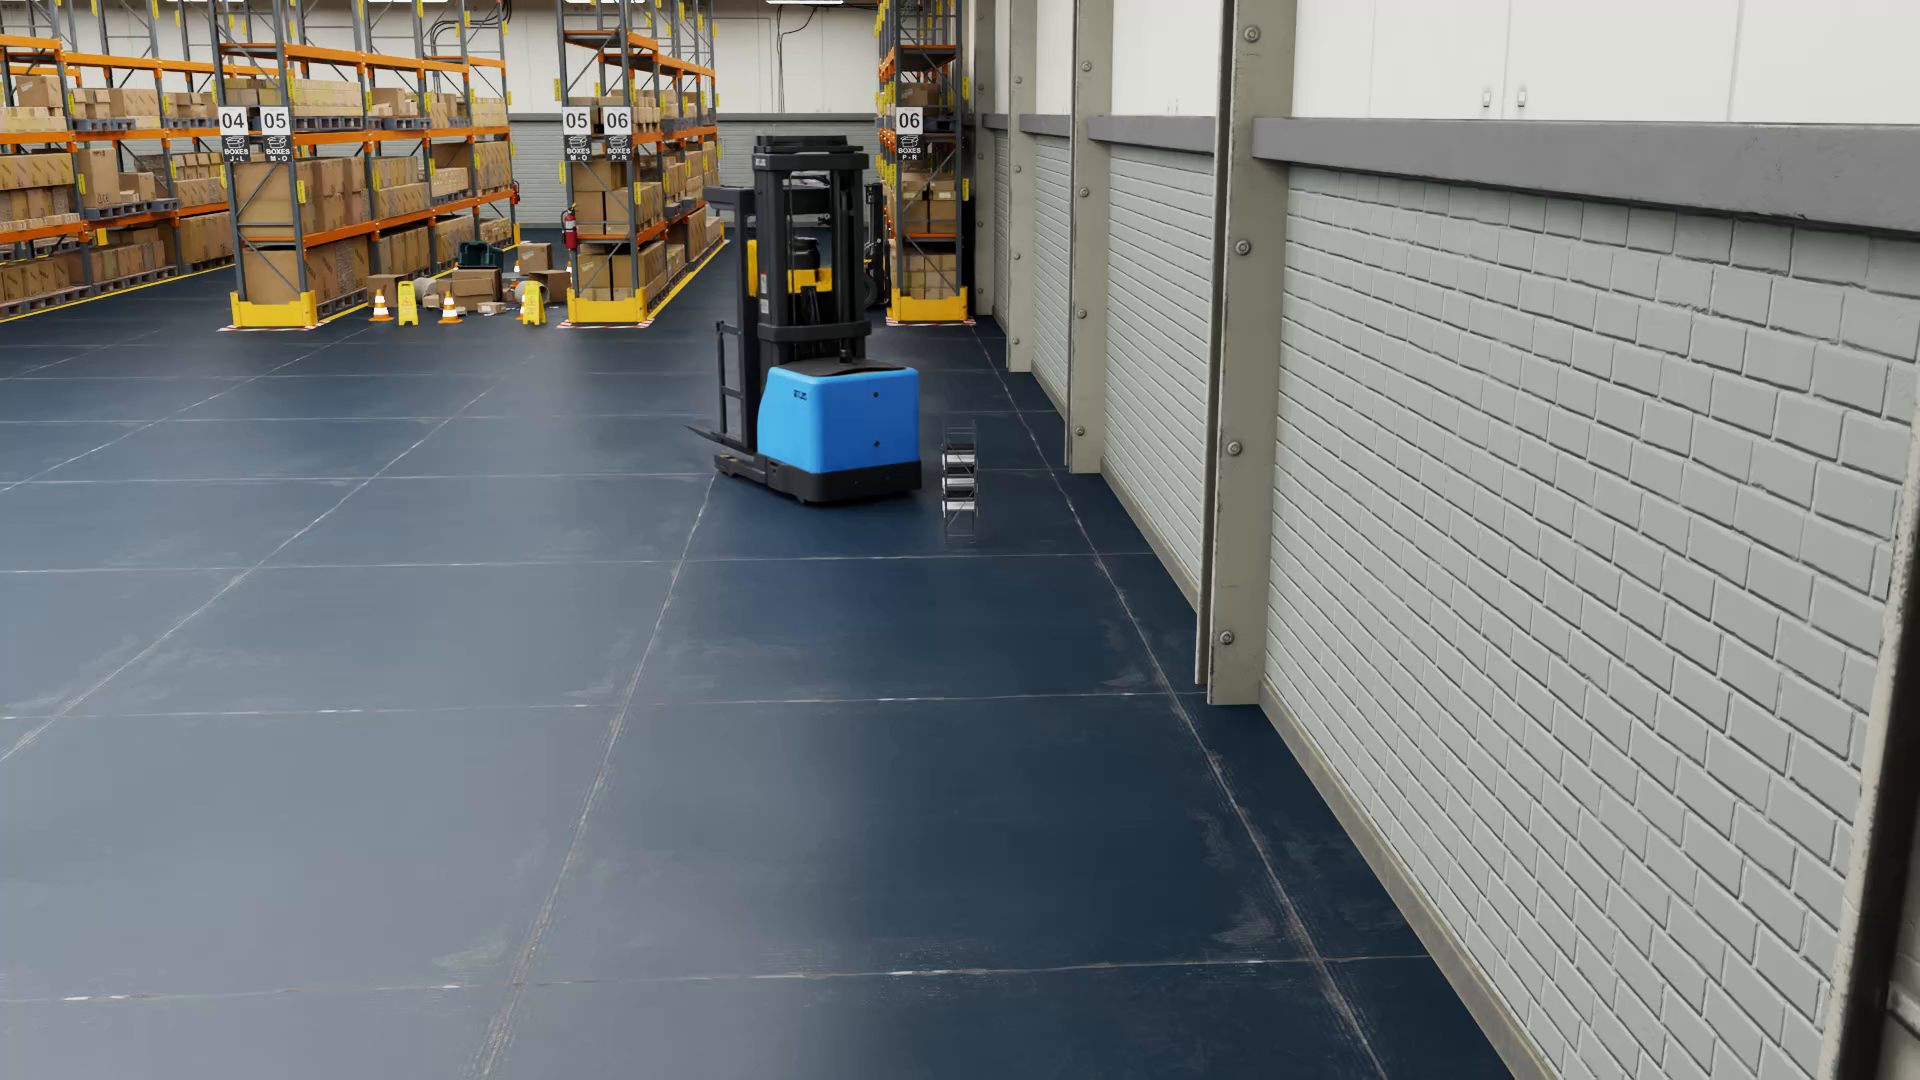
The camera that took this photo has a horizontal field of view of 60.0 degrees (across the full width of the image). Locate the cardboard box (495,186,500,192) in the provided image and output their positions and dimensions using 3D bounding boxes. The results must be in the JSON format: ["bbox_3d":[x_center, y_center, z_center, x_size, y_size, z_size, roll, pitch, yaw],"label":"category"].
[{"bbox_3d":[-11.018,-8.245,39.057,0.380,0.149,0.250,-2,15,-6],"label":"cardboard box"}]

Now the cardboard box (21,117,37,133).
[{"bbox_3d":[-15.220,-6.676,26.733,0.500,0.250,0.500,-1,14,-4],"label":"cardboard box"}]

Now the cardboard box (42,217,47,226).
[{"bbox_3d":[-15.289,-5.241,27.380,0.380,0.149,0.250,-1,14,-3],"label":"cardboard box"}]

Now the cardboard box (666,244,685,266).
[{"bbox_3d":[-5.900,-5.599,32.700,0.950,0.372,0.625,-2,15,-7],"label":"cardboard box"}]

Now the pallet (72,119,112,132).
[{"bbox_3d":[-15.500,-7.178,28.764,1.213,0.211,1.003,-1,14,-3],"label":"pallet"}]

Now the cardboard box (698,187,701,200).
[{"bbox_3d":[-5.863,-7.497,35.946,0.500,0.250,0.500,-1,14,-4],"label":"cardboard box"}]

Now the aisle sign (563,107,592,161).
[{"bbox_3d":[-5.715,-6.059,24.838,0.394,0.787,0.004,-1,14,-3],"label":"aisle sign"}]

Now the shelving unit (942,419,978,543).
[{"bbox_3d":[-0.001,-0.438,12.422,0.258,0.900,0.210,-1,14,-3],"label":"shelving unit"}]

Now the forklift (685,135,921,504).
[{"bbox_3d":[-1.538,-2.031,14.539,1.130,2.935,3.031,-9,17,-31],"label":"forklift"}]

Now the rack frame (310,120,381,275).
[{"bbox_3d":[-10.611,-5.713,28.711,1.000,3.000,0.127,-1,14,-3],"label":"rack frame"}]

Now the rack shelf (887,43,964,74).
[{"bbox_3d":[-0.599,-7.758,26.866,1.077,0.370,4.000,-1,14,-3],"label":"rack shelf"}]

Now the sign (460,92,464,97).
[{"bbox_3d":[-11.896,-10.565,39.795,0.100,0.325,0.005,-1,14,-3],"label":"sign"}]

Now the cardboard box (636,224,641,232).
[{"bbox_3d":[-5.209,-4.916,26.116,0.380,0.149,0.250,-1,14,-5],"label":"cardboard box"}]

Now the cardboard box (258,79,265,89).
[{"bbox_3d":[-10.753,-6.892,25.132,0.380,0.149,0.250,-1,14,-3],"label":"cardboard box"}]

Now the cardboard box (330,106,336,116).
[{"bbox_3d":[-10.174,-6.831,26.495,0.380,0.149,0.250,-1,14,-4],"label":"cardboard box"}]

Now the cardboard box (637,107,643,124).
[{"bbox_3d":[-5.216,-6.598,25.836,0.500,0.250,0.500,-1,14,-4],"label":"cardboard box"}]

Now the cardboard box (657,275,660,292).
[{"bbox_3d":[-5.302,-4.285,27.834,0.500,0.250,0.500,-1,14,-3],"label":"cardboard box"}]

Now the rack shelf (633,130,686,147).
[{"bbox_3d":[-5.801,-7.416,30.754,1.077,0.370,4.000,-1,14,-3],"label":"rack shelf"}]

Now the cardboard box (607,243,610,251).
[{"bbox_3d":[-5.841,-4.717,26.708,0.380,0.149,0.250,-1,14,-3],"label":"cardboard box"}]

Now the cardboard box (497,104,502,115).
[{"bbox_3d":[-11.039,-10.082,38.968,0.500,0.250,0.500,-1,14,-5],"label":"cardboard box"}]

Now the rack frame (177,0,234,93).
[{"bbox_3d":[-16.064,-10.557,35.496,1.000,3.000,0.127,-1,14,-3],"label":"rack frame"}]

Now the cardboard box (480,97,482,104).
[{"bbox_3d":[-10.946,-9.853,37.279,0.380,0.149,0.250,-1,14,-5],"label":"cardboard box"}]

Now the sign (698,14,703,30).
[{"bbox_3d":[-5.632,-11.212,36.008,0.100,0.325,0.005,-1,14,-3],"label":"sign"}]

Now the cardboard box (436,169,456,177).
[{"bbox_3d":[-10.828,-7.718,34.971,0.380,0.149,0.250,-1,14,-5],"label":"cardboard box"}]

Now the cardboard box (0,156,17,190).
[{"bbox_3d":[-15.139,-5.733,25.985,0.500,0.500,0.500,-1,14,-3],"label":"cardboard box"}]

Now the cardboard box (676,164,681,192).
[{"bbox_3d":[-5.544,-6.843,31.460,0.500,0.500,0.500,-2,15,-7],"label":"cardboard box"}]

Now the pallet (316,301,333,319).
[{"bbox_3d":[-10.491,-3.565,25.960,1.003,0.211,1.213,-1,14,-3],"label":"pallet"}]

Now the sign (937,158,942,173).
[{"bbox_3d":[-0.417,-7.457,33.165,0.100,0.325,0.005,-1,14,-3],"label":"sign"}]

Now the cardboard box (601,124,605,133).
[{"bbox_3d":[-5.710,-6.427,25.971,0.380,0.149,0.250,-1,14,-3],"label":"cardboard box"}]

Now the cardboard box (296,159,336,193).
[{"bbox_3d":[-10.536,-5.813,26.632,0.875,0.550,0.500,-1,14,-3],"label":"cardboard box"}]

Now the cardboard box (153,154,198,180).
[{"bbox_3d":[-15.883,-7.535,33.578,0.797,0.503,0.637,-1,14,-2],"label":"cardboard box"}]

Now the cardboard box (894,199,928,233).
[{"bbox_3d":[-0.768,-5.064,25.988,0.500,0.500,0.500,-1,14,-5],"label":"cardboard box"}]

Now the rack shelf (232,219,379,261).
[{"bbox_3d":[-10.487,-4.867,26.867,1.077,0.370,4.000,-1,14,-3],"label":"rack shelf"}]

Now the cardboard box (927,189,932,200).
[{"bbox_3d":[-0.316,-5.409,26.025,0.380,0.149,0.250,-1,14,-3],"label":"cardboard box"}]

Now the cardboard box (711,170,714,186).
[{"bbox_3d":[-6.024,-8.350,38.761,0.500,0.500,0.500,0,14,-2],"label":"cardboard box"}]

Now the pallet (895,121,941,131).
[{"bbox_3d":[-0.791,-7.471,29.909,0.805,0.209,1.217,-1,15,-6],"label":"pallet"}]

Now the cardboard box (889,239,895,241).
[{"bbox_3d":[-1.006,-5.123,29.086,0.500,0.250,0.500,-1,14,-4],"label":"cardboard box"}]

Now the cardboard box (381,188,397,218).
[{"bbox_3d":[-10.407,-6.022,29.711,0.500,0.500,0.500,-1,14,-3],"label":"cardboard box"}]

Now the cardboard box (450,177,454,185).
[{"bbox_3d":[-10.800,-7.505,34.739,0.380,0.149,0.250,-1,14,-3],"label":"cardboard box"}]

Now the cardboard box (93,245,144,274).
[{"bbox_3d":[-15.665,-5.214,30.904,0.700,0.500,0.500,0,14,1],"label":"cardboard box"}]

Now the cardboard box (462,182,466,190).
[{"bbox_3d":[-10.868,-7.624,35.799,0.380,0.149,0.250,-1,14,-3],"label":"cardboard box"}]

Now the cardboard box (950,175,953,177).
[{"bbox_3d":[-0.324,-6.069,27.996,0.380,0.149,0.250,-1,14,-4],"label":"cardboard box"}]

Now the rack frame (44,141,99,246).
[{"bbox_3d":[-21.255,-8.570,39.813,1.000,3.000,0.127,-1,14,-3],"label":"rack frame"}]

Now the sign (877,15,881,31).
[{"bbox_3d":[-1.762,-11.274,36.251,0.100,0.325,0.005,-1,14,-3],"label":"sign"}]

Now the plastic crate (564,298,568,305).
[{"bbox_3d":[-6.398,-3.997,27.902,0.402,0.080,0.583,-6,16,-23],"label":"plastic crate"}]

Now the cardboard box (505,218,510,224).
[{"bbox_3d":[-11.069,-7.680,40.042,0.380,0.149,0.250,-1,14,-3],"label":"cardboard box"}]

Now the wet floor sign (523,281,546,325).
[{"bbox_3d":[-6.485,-3.616,25.285,0.267,0.644,0.232,4,15,16],"label":"wet floor sign"}]

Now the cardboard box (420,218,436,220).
[{"bbox_3d":[-11.262,-6.611,34.871,0.500,0.250,0.500,0,14,-1],"label":"cardboard box"}]

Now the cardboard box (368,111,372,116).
[{"bbox_3d":[-10.400,-7.506,28.887,0.258,0.266,0.396,-1,14,-4],"label":"cardboard box"}]

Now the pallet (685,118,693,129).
[{"bbox_3d":[-6.018,-8.330,33.241,1.213,0.211,1.003,0,14,-1],"label":"pallet"}]
